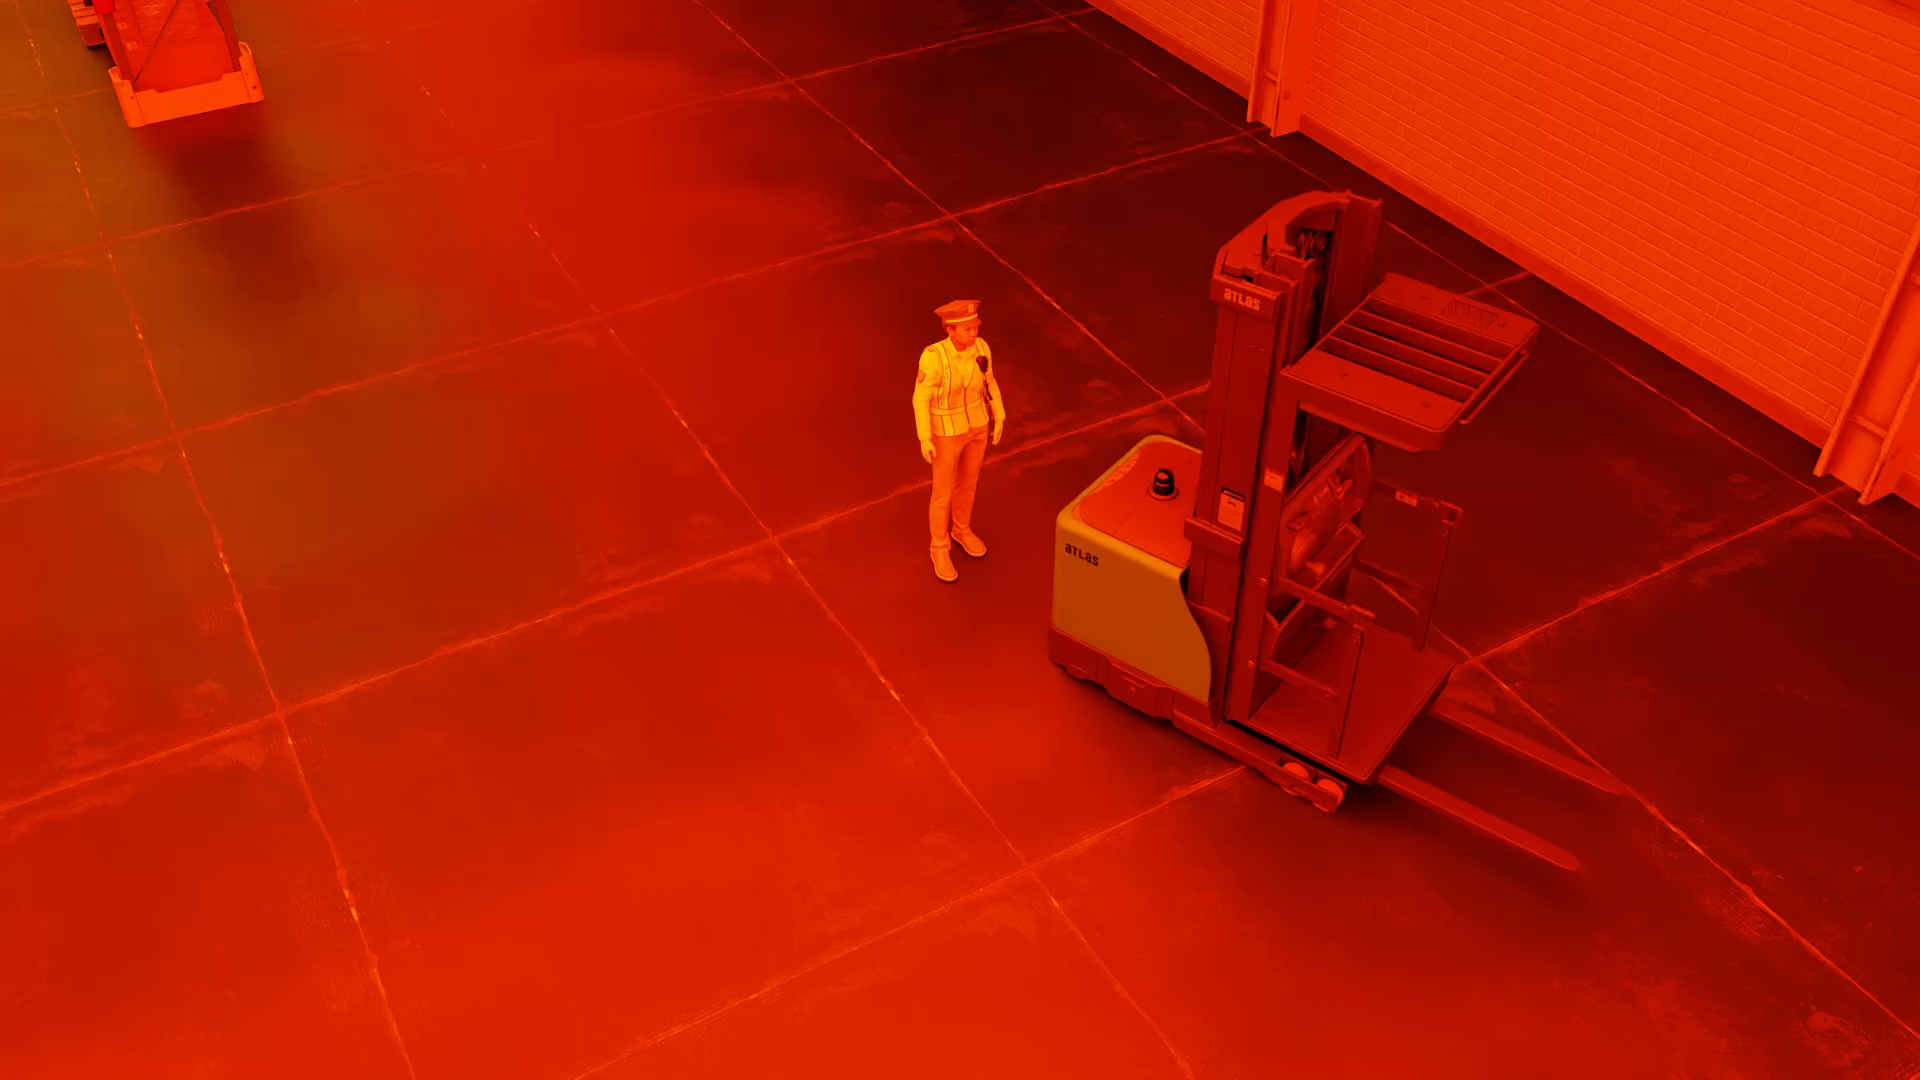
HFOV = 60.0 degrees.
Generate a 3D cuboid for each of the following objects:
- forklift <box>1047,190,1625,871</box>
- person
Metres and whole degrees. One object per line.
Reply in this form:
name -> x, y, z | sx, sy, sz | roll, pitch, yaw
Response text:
forklift -> 1.978, -0.108, 8.166 | 3.031, 2.935, 1.130 | 26, 46, 28
person -> 0.029, -0.618, 9.738 | 0.587, 1.695, 0.531 | -20, 44, -23
